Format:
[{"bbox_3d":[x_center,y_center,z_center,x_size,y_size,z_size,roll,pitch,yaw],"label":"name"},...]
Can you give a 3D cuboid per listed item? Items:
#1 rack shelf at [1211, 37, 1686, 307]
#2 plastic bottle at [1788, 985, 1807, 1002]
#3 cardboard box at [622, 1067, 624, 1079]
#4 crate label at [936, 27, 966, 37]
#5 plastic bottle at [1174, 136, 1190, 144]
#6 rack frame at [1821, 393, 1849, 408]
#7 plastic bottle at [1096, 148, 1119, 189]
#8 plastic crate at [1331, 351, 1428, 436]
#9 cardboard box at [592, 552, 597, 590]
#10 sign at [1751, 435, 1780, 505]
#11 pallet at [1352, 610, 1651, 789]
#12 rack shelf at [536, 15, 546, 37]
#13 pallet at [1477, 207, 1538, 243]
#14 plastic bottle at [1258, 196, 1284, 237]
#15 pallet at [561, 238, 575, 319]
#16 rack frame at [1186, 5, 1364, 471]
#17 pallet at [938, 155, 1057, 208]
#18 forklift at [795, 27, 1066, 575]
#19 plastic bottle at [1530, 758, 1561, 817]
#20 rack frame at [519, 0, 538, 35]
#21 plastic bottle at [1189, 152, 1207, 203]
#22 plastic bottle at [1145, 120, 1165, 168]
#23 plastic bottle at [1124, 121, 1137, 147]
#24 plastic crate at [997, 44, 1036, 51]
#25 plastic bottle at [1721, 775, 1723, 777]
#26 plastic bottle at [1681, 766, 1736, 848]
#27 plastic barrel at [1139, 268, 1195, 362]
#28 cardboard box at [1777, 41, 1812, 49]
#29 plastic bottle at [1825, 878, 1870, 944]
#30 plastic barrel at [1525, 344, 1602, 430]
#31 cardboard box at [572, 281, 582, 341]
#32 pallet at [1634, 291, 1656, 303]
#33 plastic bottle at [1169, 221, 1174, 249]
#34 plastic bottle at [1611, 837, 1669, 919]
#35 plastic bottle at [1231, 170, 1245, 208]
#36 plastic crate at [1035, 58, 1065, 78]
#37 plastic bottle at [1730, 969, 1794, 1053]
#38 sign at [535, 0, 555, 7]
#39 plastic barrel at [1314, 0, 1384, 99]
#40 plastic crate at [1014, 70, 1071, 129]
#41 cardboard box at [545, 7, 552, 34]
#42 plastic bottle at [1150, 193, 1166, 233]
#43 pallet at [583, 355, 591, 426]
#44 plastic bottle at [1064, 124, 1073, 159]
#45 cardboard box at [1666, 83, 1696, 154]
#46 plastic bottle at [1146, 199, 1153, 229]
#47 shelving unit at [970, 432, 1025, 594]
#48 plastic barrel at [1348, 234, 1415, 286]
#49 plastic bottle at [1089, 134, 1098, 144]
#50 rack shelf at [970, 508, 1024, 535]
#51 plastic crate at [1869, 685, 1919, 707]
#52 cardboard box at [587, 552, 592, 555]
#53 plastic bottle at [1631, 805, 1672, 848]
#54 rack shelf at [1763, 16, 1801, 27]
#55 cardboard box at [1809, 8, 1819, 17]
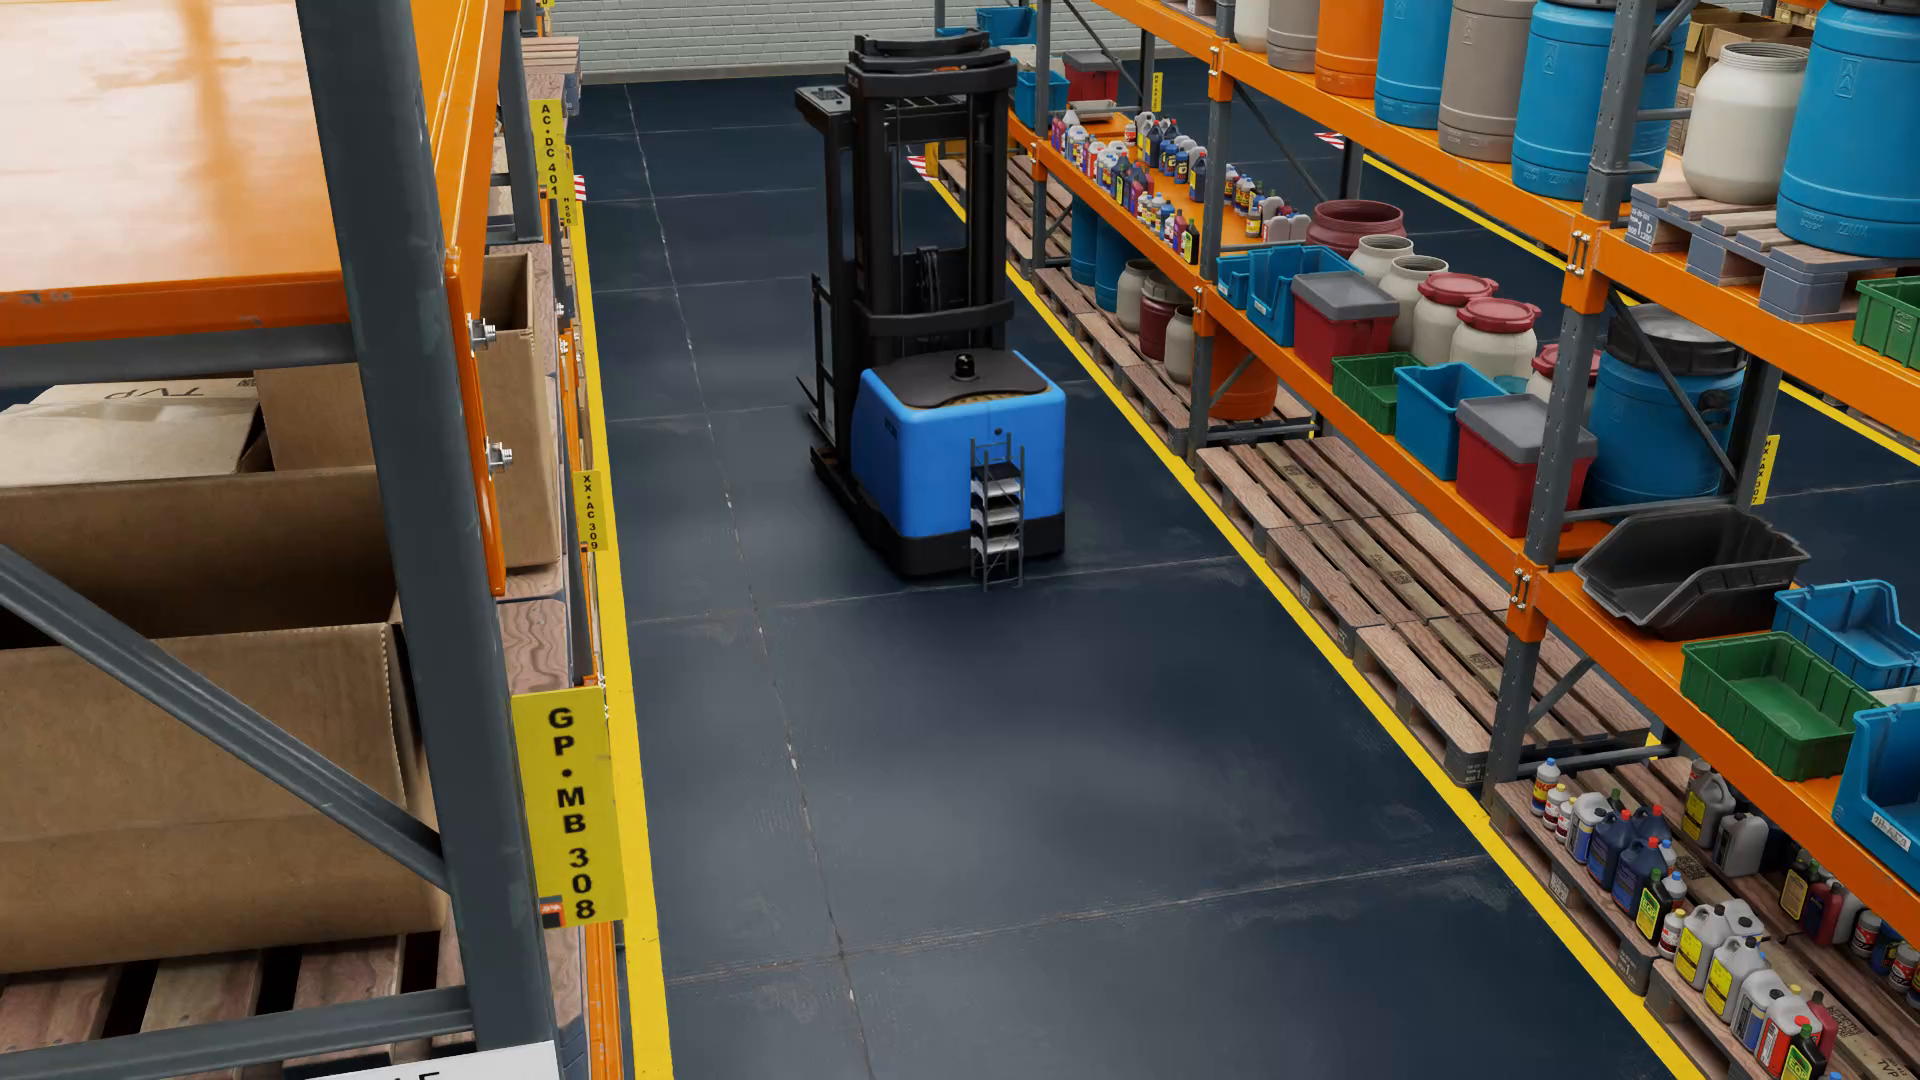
[{"bbox_3d":[2.486,-2.022,8.397,1.077,0.370,4.000,-6,27,-12],"label":"rack shelf"},{"bbox_3d":[3.053,1.726,6.119,0.097,0.201,0.097,0,27,0],"label":"plastic bottle"},{"bbox_3d":[-1.343,2.035,5.474,0.500,0.250,0.500,-6,27,-12],"label":"cardboard box"},{"bbox_3d":[-0.033,-5.204,17.351,0.416,0.233,0.303,-6,27,-12],"label":"crate label"},{"bbox_3d":[1.733,-3.061,13.123,0.152,0.276,0.135,-6,27,-12],"label":"plastic bottle"},{"bbox_3d":[6.861,-2.385,11.646,1.000,3.000,0.127,-6,27,-12],"label":"rack frame"},{"bbox_3d":[1.128,-2.833,12.671,0.152,0.276,0.135,-6,27,-12],"label":"plastic bottle"},{"bbox_3d":[2.269,-0.767,8.677,0.450,0.188,0.662,-6,27,-12],"label":"plastic crate"},{"bbox_3d":[-2.316,0.091,9.326,0.500,0.250,0.500,-6,27,-12],"label":"cardboard box"},{"bbox_3d":[3.475,-0.301,7.210,0.100,0.325,0.005,-6,27,-12],"label":"sign"},{"bbox_3d":[2.722,0.778,8.474,1.003,0.211,1.213,-6,27,-12],"label":"pallet"},{"bbox_3d":[-3.242,-3.277,10.882,1.077,0.370,4.000,-6,27,-12],"label":"rack shelf"},{"bbox_3d":[5.864,-3.238,16.431,1.003,0.211,1.213,-6,27,-12],"label":"pallet"},{"bbox_3d":[2.148,-2.253,11.522,0.152,0.276,0.135,-6,27,-12],"label":"plastic bottle"},{"bbox_3d":[-3.013,-1.586,10.275,1.213,0.211,1.003,-6,27,-12],"label":"pallet"},{"bbox_3d":[2.035,-1.882,10.650,1.000,3.000,0.127,-6,27,-12],"label":"rack frame"},{"bbox_3d":[0.380,-3.783,17.511,1.003,0.211,1.213,-6,27,-12],"label":"pallet"},{"bbox_3d":[-0.359,-1.745,10.455,1.130,2.935,3.031,-9,28,-18],"label":"forklift"},{"bbox_3d":[2.581,1.080,7.321,0.097,0.271,0.097,0,27,0],"label":"plastic bottle"},{"bbox_3d":[-2.792,-4.059,8.305,1.000,3.000,0.127,-6,27,-12],"label":"rack frame"},{"bbox_3d":[1.790,-2.688,12.301,0.144,0.351,0.185,-6,27,-12],"label":"plastic bottle"},{"bbox_3d":[1.561,-3.150,13.217,0.144,0.351,0.185,-6,27,-12],"label":"plastic bottle"},{"bbox_3d":[1.420,-3.388,13.855,0.097,0.201,0.097,0,27,0],"label":"plastic bottle"},{"bbox_3d":[0.592,-4.964,16.981,0.396,0.136,0.243,-6,27,-12],"label":"plastic crate"},{"bbox_3d":[3.366,1.068,7.332,0.061,0.283,0.133,-5,27,-9],"label":"plastic bottle"},{"bbox_3d":[3.222,1.128,7.138,0.144,0.351,0.185,-6,27,-12],"label":"plastic bottle"},{"bbox_3d":[1.654,-1.702,12.503,0.600,0.588,0.708,-6,27,-12],"label":"plastic barrel"},{"bbox_3d":[6.567,-3.487,12.604,0.797,0.503,0.637,-5,27,-10],"label":"cardboard box"},{"bbox_3d":[3.511,1.445,6.593,0.152,0.276,0.135,-5,27,-11],"label":"plastic bottle"},{"bbox_3d":[2.935,-0.629,8.017,0.433,0.535,0.433,0,27,0],"label":"plastic barrel"},{"bbox_3d":[-3.087,-1.592,12.360,0.500,0.500,0.500,-6,27,-11],"label":"cardboard box"},{"bbox_3d":[6.485,-2.029,14.035,1.003,0.211,1.213,-6,27,-12],"label":"pallet"},{"bbox_3d":[1.468,-2.082,11.265,0.097,0.201,0.097,0,27,0],"label":"plastic bottle"},{"bbox_3d":[2.757,1.339,6.719,0.144,0.351,0.185,-7,28,-14],"label":"plastic bottle"},{"bbox_3d":[2.037,-2.565,12.132,0.061,0.283,0.133,-6,27,-12],"label":"plastic bottle"},{"bbox_3d":[0.969,-4.301,15.507,0.437,0.282,0.530,-6,27,-12],"label":"plastic crate"},{"bbox_3d":[2.936,1.713,6.061,0.152,0.276,0.135,-7,28,-13],"label":"plastic bottle"},{"bbox_3d":[-2.249,-3.039,8.951,0.100,0.325,0.005,-6,27,-12],"label":"sign"},{"bbox_3d":[2.156,-2.743,8.551,0.600,0.830,0.708,-6,27,-12],"label":"plastic barrel"},{"bbox_3d":[0.696,-3.828,14.457,0.392,0.384,0.575,-6,27,-12],"label":"plastic crate"},{"bbox_3d":[-3.757,-4.315,14.250,0.500,0.500,0.500,-7,28,-13],"label":"cardboard box"},{"bbox_3d":[1.380,-2.284,11.588,0.097,0.271,0.097,0,27,0],"label":"plastic bottle"},{"bbox_3d":[-3.195,-1.002,12.001,1.003,0.211,1.213,-6,27,-12],"label":"pallet"},{"bbox_3d":[0.896,-3.226,13.456,0.097,0.271,0.097,0,27,0],"label":"plastic bottle"},{"bbox_3d":[6.046,-3.518,13.780,0.500,0.500,0.500,-7,28,-13],"label":"cardboard box"},{"bbox_3d":[1.358,-2.295,11.689,0.097,0.201,0.097,0,27,0],"label":"plastic bottle"},{"bbox_3d":[0.213,-0.153,9.554,0.258,0.900,0.210,-9,28,-18],"label":"shelving unit"},{"bbox_3d":[2.475,-1.502,9.773,0.421,0.512,0.421,0,27,0],"label":"plastic barrel"},{"bbox_3d":[1.067,-3.168,13.418,0.097,0.201,0.097,0,27,0],"label":"plastic bottle"},{"bbox_3d":[0.213,-0.123,9.569,0.258,0.077,0.200,-9,28,-18],"label":"rack shelf"},{"bbox_3d":[3.549,0.679,5.869,0.530,0.136,0.437,-6,27,-12],"label":"plastic crate"},{"bbox_3d":[-2.199,0.063,8.759,0.500,0.311,0.500,-6,27,-12],"label":"cardboard box"},{"bbox_3d":[2.855,1.242,6.912,0.144,0.351,0.185,-6,27,-12],"label":"plastic bottle"},{"bbox_3d":[10.364,-5.157,17.937,1.077,0.370,4.000,-6,27,-12],"label":"rack shelf"},{"bbox_3d":[9.890,-6.076,18.519,0.500,0.500,0.500,-6,27,-11],"label":"cardboard box"}]
